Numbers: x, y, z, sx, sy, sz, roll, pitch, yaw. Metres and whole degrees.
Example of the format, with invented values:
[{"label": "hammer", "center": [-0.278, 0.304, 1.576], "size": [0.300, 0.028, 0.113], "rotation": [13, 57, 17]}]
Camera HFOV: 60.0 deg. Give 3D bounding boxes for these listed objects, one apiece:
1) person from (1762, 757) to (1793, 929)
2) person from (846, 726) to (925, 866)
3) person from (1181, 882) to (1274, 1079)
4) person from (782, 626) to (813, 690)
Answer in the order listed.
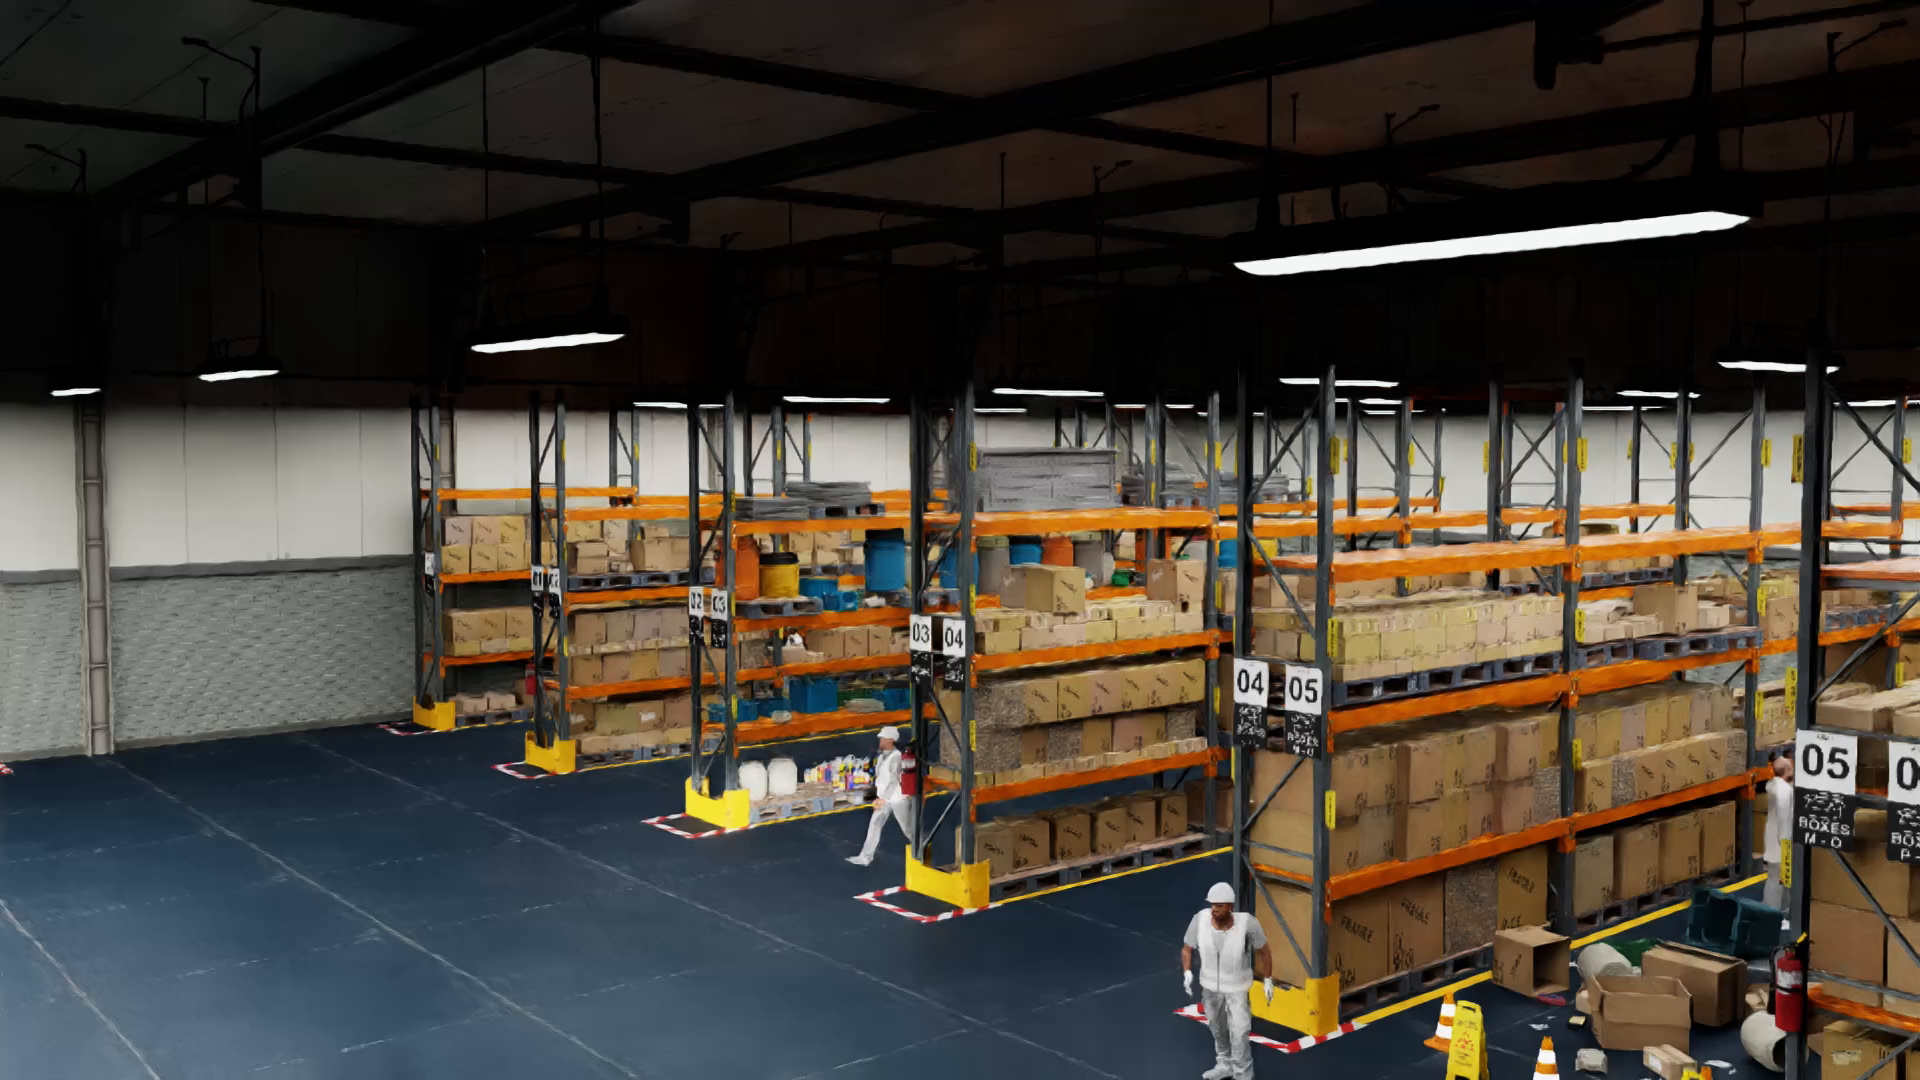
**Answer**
[{"label": "person", "center": [8.820, 3.211, 17.758], "size": [0.504, 1.784, 0.640], "rotation": [1, 4, 19]}, {"label": "person", "center": [-0.845, 3.107, 20.191], "size": [1.031, 1.715, 0.539], "rotation": [-2, 4, -31]}, {"label": "person", "center": [2.112, 3.521, 13.117], "size": [0.704, 1.717, 0.810], "rotation": [2, 4, 32]}, {"label": "person", "center": [-3.241, 2.408, 32.836], "size": [0.989, 1.626, 0.461], "rotation": [-3, 4, -41]}]
